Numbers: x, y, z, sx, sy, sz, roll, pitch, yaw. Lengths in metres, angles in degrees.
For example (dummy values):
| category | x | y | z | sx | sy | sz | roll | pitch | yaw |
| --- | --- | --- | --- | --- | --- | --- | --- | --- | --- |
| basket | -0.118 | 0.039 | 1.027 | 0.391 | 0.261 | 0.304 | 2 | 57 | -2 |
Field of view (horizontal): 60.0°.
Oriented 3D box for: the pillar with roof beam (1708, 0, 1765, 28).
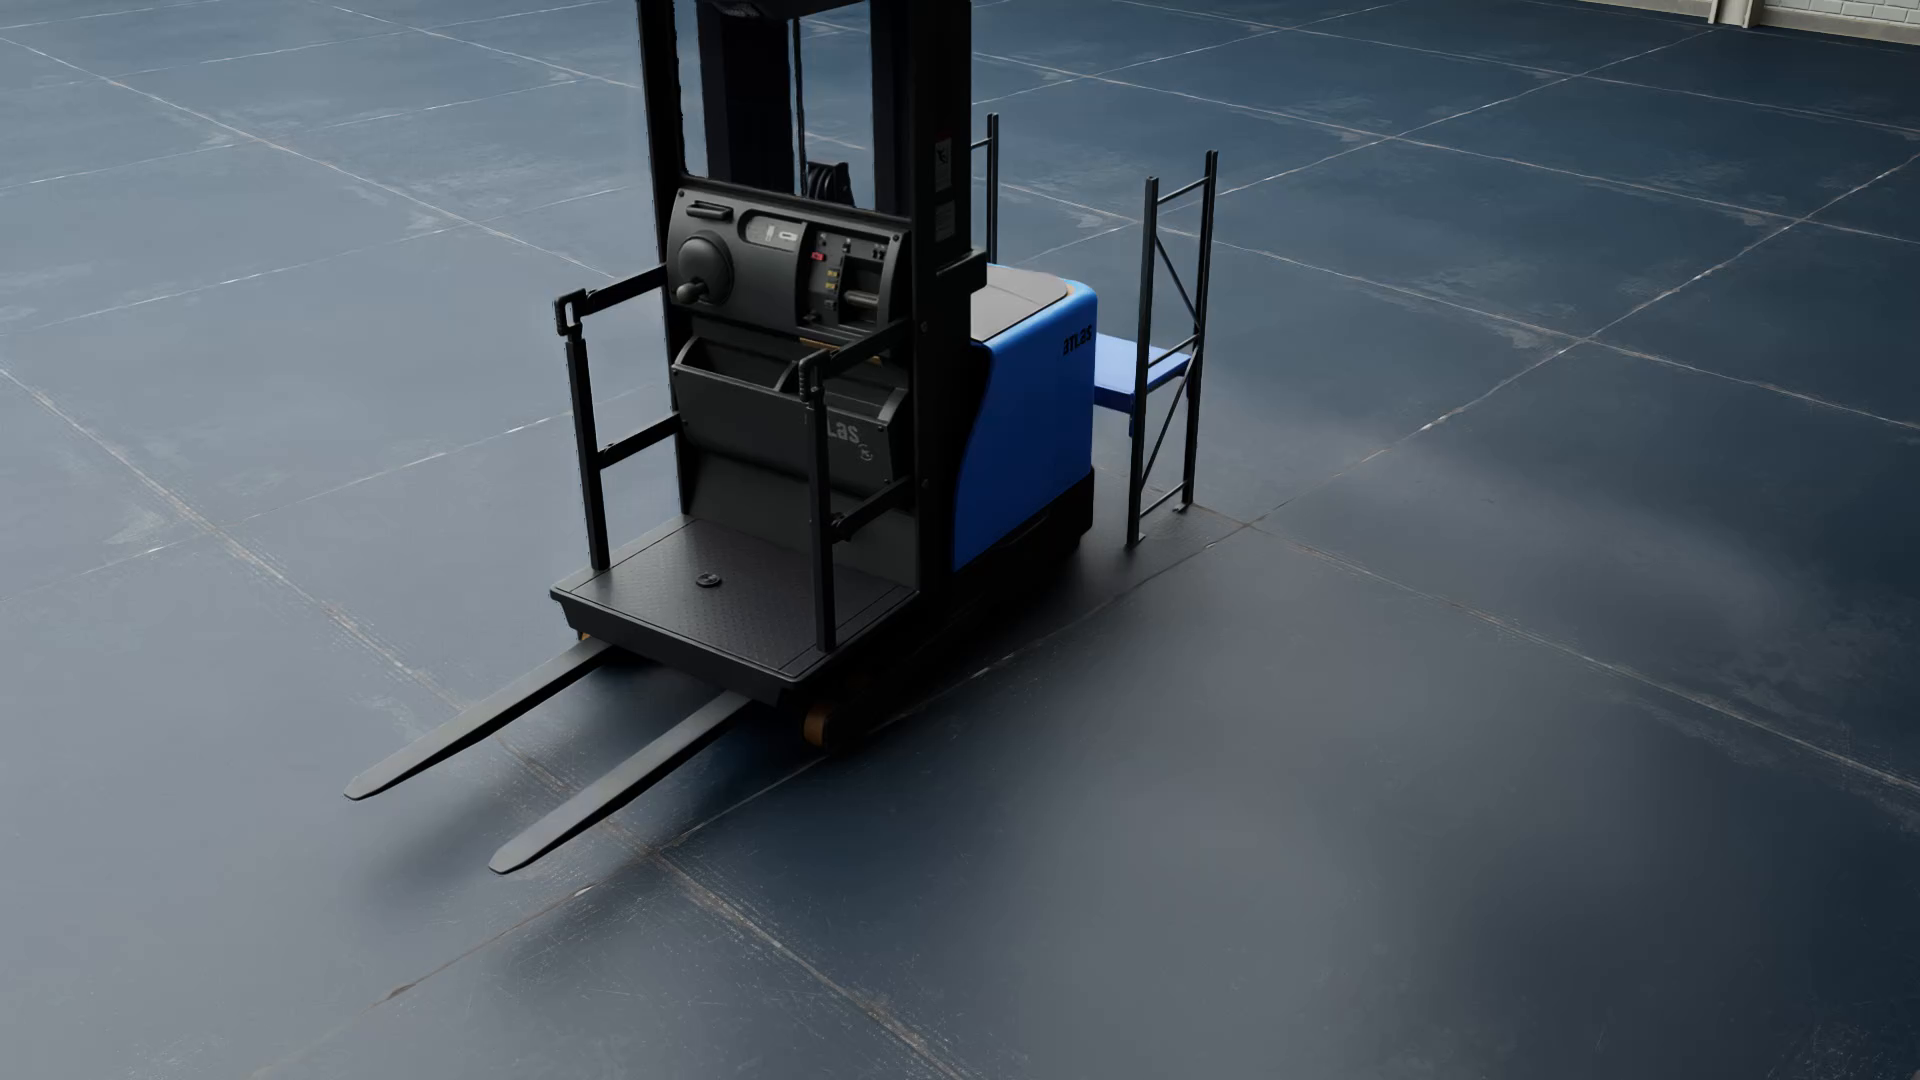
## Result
| category | x | y | z | sx | sy | sz | roll | pitch | yaw |
| --- | --- | --- | --- | --- | --- | --- | --- | --- | --- |
| pillar with roof beam | 4.662 | -7.682 | 11.690 | 0.400 | 9.000 | 9.100 | 25 | 36 | 38 |

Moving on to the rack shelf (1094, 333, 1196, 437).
| category | x | y | z | sx | sy | sz | roll | pitch | yaw |
| --- | --- | --- | --- | --- | --- | --- | --- | --- | --- |
| rack shelf | 0.416 | -0.713 | 6.881 | 1.000 | 0.185 | 0.538 | 18 | 33 | 31 |

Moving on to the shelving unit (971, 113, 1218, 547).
| category | x | y | z | sx | sy | sz | roll | pitch | yaw |
| --- | --- | --- | --- | --- | --- | --- | --- | --- | --- |
| shelving unit | 0.416 | -0.872 | 6.798 | 1.048 | 1.500 | 0.538 | 18 | 33 | 31 |

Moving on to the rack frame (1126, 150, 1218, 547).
| category | x | y | z | sx | sy | sz | roll | pitch | yaw |
| --- | --- | --- | --- | --- | --- | --- | --- | --- | --- |
| rack frame | 0.829 | -0.735 | 6.536 | 0.032 | 1.500 | 0.500 | 18 | 33 | 31 |

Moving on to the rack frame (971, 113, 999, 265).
| category | x | y | z | sx | sy | sz | roll | pitch | yaw |
| --- | --- | --- | --- | --- | --- | --- | --- | --- | --- |
| rack frame | 0.003 | -1.010 | 7.060 | 0.032 | 1.500 | 0.500 | 18 | 33 | 31 |

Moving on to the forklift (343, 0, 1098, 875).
| category | x | y | z | sx | sy | sz | roll | pitch | yaw |
| --- | --- | --- | --- | --- | --- | --- | --- | --- | --- |
| forklift | -0.695 | -0.862 | 5.240 | 1.130 | 2.935 | 3.031 | 17 | 32 | 29 |
